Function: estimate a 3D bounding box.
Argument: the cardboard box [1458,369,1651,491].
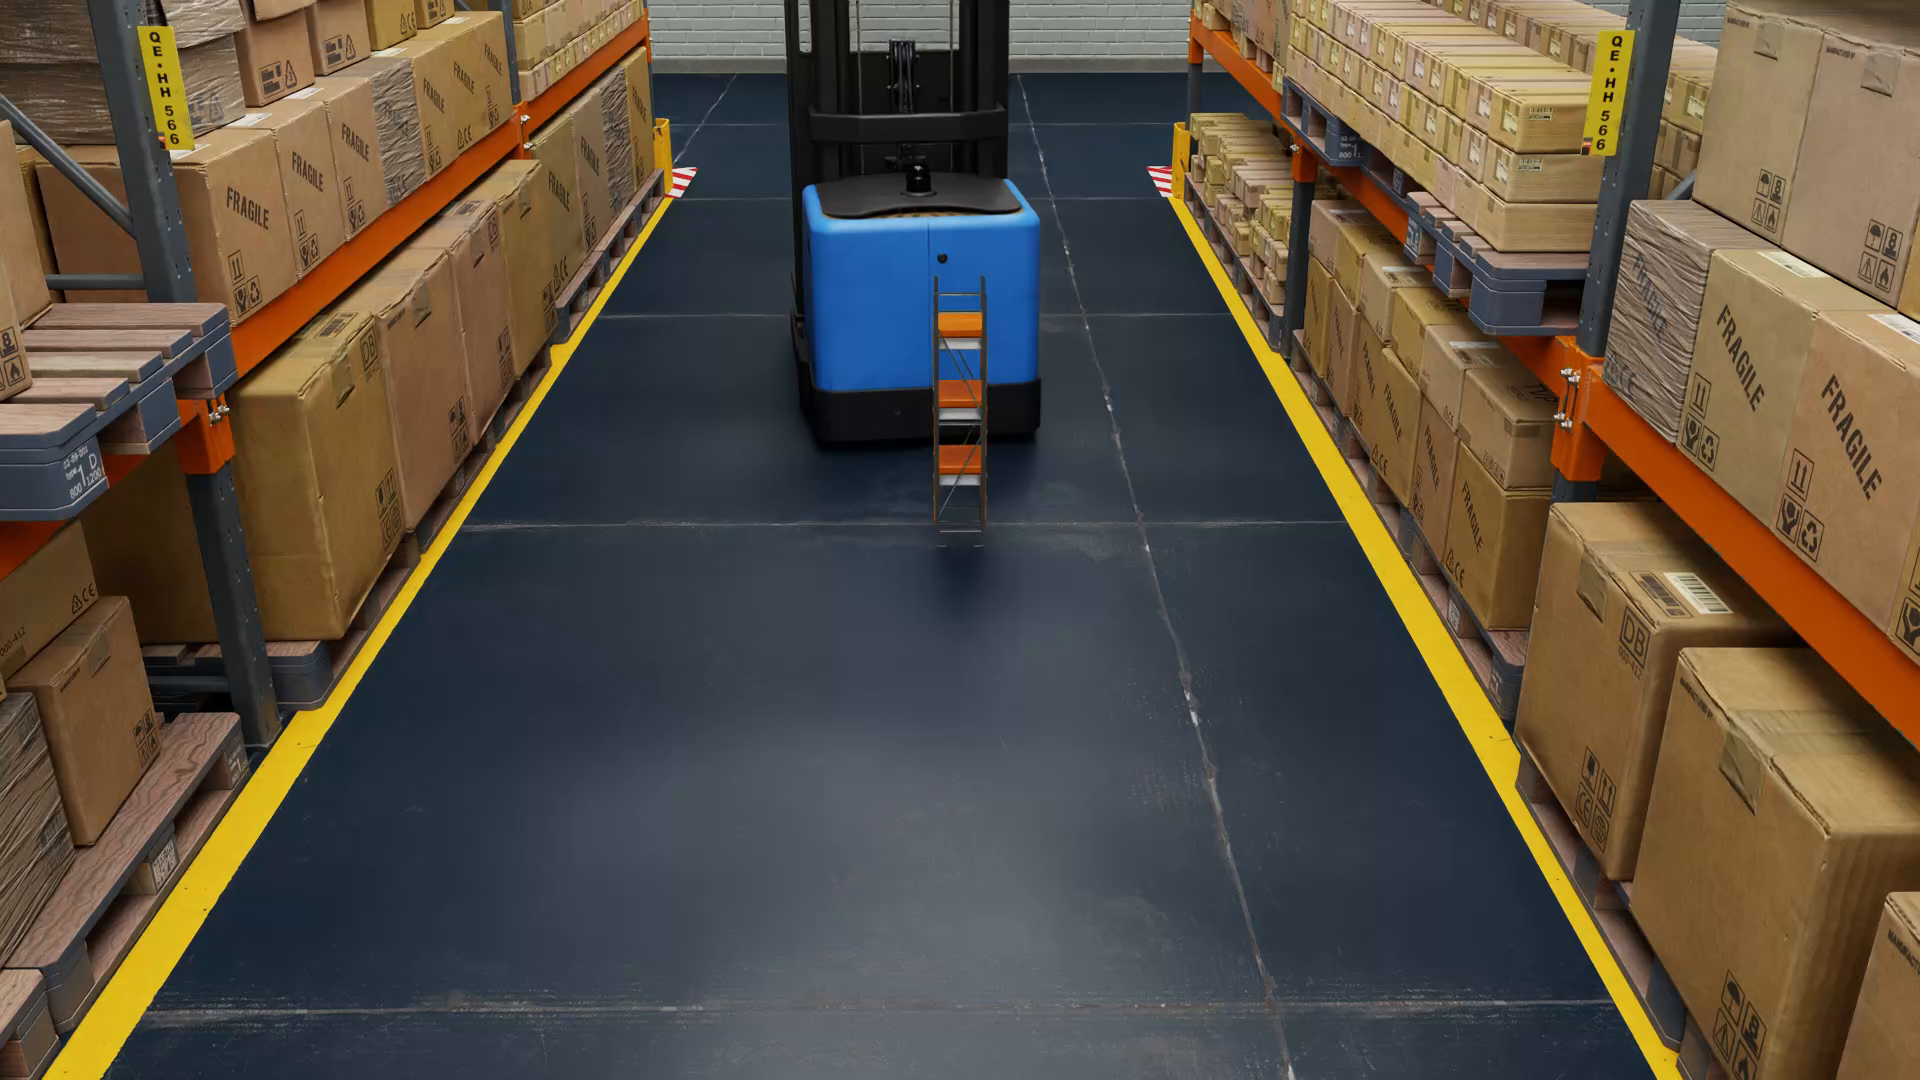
[{"bbox_3d":[2.000,-0.377,5.557,0.500,0.250,0.500,-1,24,-2],"label":"cardboard box"}]

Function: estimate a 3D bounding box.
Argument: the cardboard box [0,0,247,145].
[{"bbox_3d":[-2.683,-1.526,5.144,0.797,0.503,0.637,1,24,1],"label":"cardboard box"}]

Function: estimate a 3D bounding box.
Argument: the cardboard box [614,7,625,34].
[{"bbox_3d":[-2.438,-3.444,11.031,0.380,0.149,0.250,0,24,0],"label":"cardboard box"}]

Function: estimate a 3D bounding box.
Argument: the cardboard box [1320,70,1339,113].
[{"bbox_3d":[1.779,-1.942,7.200,0.380,0.149,0.250,0,24,0],"label":"cardboard box"}]

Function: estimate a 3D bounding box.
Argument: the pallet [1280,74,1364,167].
[{"bbox_3d":[2.089,-1.947,7.649,1.003,0.211,1.213,0,24,-1],"label":"pallet"}]

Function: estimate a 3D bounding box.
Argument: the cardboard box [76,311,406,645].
[{"bbox_3d":[-2.678,-0.229,5.686,1.225,0.875,0.875,-1,24,-3],"label":"cardboard box"}]

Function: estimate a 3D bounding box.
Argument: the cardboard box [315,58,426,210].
[{"bbox_3d":[-2.445,-1.598,6.522,0.500,0.500,0.500,0,24,0],"label":"cardboard box"}]

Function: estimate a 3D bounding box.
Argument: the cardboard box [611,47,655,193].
[{"bbox_3d":[-2.692,-2.978,11.763,0.875,0.875,0.875,0,24,-1],"label":"cardboard box"}]

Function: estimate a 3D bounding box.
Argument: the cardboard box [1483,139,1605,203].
[{"bbox_3d":[1.809,-1.116,5.012,0.380,0.149,0.250,0,24,1],"label":"cardboard box"}]

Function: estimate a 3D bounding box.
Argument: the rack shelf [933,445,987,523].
[{"bbox_3d":[-0.001,-0.238,6.701,0.215,0.259,0.240,0,24,-1],"label":"rack shelf"}]

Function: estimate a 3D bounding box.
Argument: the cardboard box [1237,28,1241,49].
[{"bbox_3d":[1.926,-3.107,10.284,0.380,0.149,0.250,1,24,1],"label":"cardboard box"}]

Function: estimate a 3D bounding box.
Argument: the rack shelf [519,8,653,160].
[{"bbox_3d":[-2.757,-2.866,10.320,1.077,0.370,4.000,0,24,-1],"label":"rack shelf"}]

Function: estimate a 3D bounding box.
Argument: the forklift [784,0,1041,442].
[{"bbox_3d":[-0.338,-2.358,8.407,1.130,2.935,3.031,-3,25,-7],"label":"forklift"}]

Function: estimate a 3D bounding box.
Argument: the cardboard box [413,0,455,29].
[{"bbox_3d":[-2.720,-2.609,7.541,0.797,0.503,0.637,-1,24,-2],"label":"cardboard box"}]

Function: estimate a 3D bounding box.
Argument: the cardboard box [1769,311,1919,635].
[{"bbox_3d":[2.018,-0.144,3.308,0.500,0.500,0.500,0,24,-1],"label":"cardboard box"}]

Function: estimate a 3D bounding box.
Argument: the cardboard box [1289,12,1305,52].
[{"bbox_3d":[1.770,-2.398,7.847,0.380,0.149,0.250,0,24,0],"label":"cardboard box"}]

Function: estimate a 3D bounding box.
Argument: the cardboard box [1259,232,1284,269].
[{"bbox_3d":[1.889,-1.618,9.277,0.380,0.149,0.250,-1,24,-3],"label":"cardboard box"}]

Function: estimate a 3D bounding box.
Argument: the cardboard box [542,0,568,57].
[{"bbox_3d":[-2.479,-2.837,9.203,0.500,0.250,0.500,0,24,-1],"label":"cardboard box"}]

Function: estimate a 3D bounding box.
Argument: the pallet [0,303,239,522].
[{"bbox_3d":[-2.577,-0.341,4.097,1.213,0.211,1.003,0,24,-1],"label":"pallet"}]

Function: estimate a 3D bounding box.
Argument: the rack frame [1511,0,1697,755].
[{"bbox_3d":[2.269,-0.702,4.663,1.000,3.000,0.127,0,24,-1],"label":"rack frame"}]

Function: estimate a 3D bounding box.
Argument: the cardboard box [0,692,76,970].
[{"bbox_3d":[-2.645,0.721,4.014,0.700,0.500,0.500,-2,24,-5],"label":"cardboard box"}]

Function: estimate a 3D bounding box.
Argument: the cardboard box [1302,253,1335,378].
[{"bbox_3d":[1.969,-1.097,8.060,0.500,0.500,0.500,1,24,1],"label":"cardboard box"}]

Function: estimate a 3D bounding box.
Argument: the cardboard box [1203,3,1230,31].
[{"bbox_3d":[1.851,-3.534,11.228,0.380,0.149,0.250,-1,24,-2],"label":"cardboard box"}]

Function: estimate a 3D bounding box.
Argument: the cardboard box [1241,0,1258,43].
[{"bbox_3d":[1.929,-3.149,9.589,0.500,0.500,0.500,0,24,-1],"label":"cardboard box"}]

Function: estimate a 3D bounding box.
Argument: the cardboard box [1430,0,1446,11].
[{"bbox_3d":[2.425,-2.534,7.786,0.380,0.149,0.250,1,24,2],"label":"cardboard box"}]

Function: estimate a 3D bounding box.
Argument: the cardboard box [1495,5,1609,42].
[{"bbox_3d":[2.432,-2.107,6.842,0.380,0.149,0.250,-1,24,-2],"label":"cardboard box"}]

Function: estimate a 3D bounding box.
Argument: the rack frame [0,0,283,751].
[{"bbox_3d":[-2.691,-0.722,4.705,1.000,3.000,0.127,0,24,-1],"label":"rack frame"}]

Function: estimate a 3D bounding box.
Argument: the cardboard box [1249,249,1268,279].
[{"bbox_3d":[1.894,-1.619,9.640,0.380,0.149,0.250,-1,24,-2],"label":"cardboard box"}]

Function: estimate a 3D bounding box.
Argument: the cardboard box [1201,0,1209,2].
[{"bbox_3d":[1.911,-3.994,11.458,0.500,0.500,0.500,1,24,2],"label":"cardboard box"}]

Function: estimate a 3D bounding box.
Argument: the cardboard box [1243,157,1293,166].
[{"bbox_3d":[1.981,-2.299,10.422,0.380,0.149,0.250,0,24,0],"label":"cardboard box"}]

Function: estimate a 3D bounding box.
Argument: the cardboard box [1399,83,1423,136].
[{"bbox_3d":[1.796,-1.540,5.950,0.380,0.149,0.250,0,24,-1],"label":"cardboard box"}]

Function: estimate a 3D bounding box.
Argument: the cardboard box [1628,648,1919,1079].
[{"bbox_3d":[2.199,0.743,3.687,1.050,0.750,0.750,0,24,0],"label":"cardboard box"}]

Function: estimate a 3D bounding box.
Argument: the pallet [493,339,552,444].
[{"bbox_3d":[-2.651,-0.782,8.222,1.003,0.211,1.213,0,24,-1],"label":"pallet"}]

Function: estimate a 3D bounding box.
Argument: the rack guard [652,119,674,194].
[{"bbox_3d":[-2.779,-2.889,12.531,1.175,0.500,0.348,0,24,-1],"label":"rack guard"}]

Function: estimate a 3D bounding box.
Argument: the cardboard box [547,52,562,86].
[{"bbox_3d":[-2.412,-2.596,9.154,0.380,0.149,0.250,1,24,1],"label":"cardboard box"}]

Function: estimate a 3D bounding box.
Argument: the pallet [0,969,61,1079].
[{"bbox_3d":[-2.674,1.372,3.459,1.003,0.211,1.213,0,24,-1],"label":"pallet"}]

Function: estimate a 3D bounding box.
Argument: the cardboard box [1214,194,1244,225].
[{"bbox_3d":[1.869,-2.150,10.815,0.380,0.149,0.250,-1,24,-3],"label":"cardboard box"}]

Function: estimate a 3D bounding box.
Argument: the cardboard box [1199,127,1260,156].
[{"bbox_3d":[1.846,-2.727,11.368,0.380,0.149,0.250,0,24,-1],"label":"cardboard box"}]

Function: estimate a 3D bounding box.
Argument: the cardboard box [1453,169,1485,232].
[{"bbox_3d":[1.803,-1.083,5.299,0.380,0.149,0.250,0,24,-1],"label":"cardboard box"}]

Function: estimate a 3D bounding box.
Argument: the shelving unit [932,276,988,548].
[{"bbox_3d":[-0.001,-0.500,6.582,0.215,1.050,0.252,0,24,-1],"label":"shelving unit"}]

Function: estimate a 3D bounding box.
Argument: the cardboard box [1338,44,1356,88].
[{"bbox_3d":[1.787,-1.967,6.894,0.380,0.149,0.250,1,24,2],"label":"cardboard box"}]

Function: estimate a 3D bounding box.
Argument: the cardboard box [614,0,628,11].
[{"bbox_3d":[-2.503,-3.678,11.063,0.500,0.250,0.500,-1,24,-1],"label":"cardboard box"}]

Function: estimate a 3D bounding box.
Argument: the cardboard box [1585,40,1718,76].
[{"bbox_3d":[2.447,-1.674,5.884,0.380,0.149,0.250,1,24,2],"label":"cardboard box"}]

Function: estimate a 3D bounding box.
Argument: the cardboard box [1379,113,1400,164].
[{"bbox_3d":[1.796,-1.509,6.241,0.380,0.149,0.250,0,24,1],"label":"cardboard box"}]

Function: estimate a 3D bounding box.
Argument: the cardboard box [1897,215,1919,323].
[{"bbox_3d":[2.279,-0.599,3.099,0.700,0.500,0.500,-1,24,-1],"label":"cardboard box"}]

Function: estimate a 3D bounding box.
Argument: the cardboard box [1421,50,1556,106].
[{"bbox_3d":[1.796,-1.571,5.658,0.380,0.149,0.250,0,24,1],"label":"cardboard box"}]

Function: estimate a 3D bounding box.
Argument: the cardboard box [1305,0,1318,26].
[{"bbox_3d":[1.779,-2.419,7.532,0.380,0.149,0.250,0,24,1],"label":"cardboard box"}]

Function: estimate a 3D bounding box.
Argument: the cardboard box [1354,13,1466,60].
[{"bbox_3d":[1.785,-2.001,6.608,0.380,0.149,0.250,1,24,1],"label":"cardboard box"}]

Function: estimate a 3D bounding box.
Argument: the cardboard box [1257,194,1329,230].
[{"bbox_3d":[1.909,-1.867,9.466,0.380,0.149,0.250,0,24,-1],"label":"cardboard box"}]

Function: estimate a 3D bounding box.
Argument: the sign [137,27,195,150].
[{"bbox_3d":[-2.149,-1.219,4.497,0.100,0.325,0.005,0,24,-1],"label":"sign"}]

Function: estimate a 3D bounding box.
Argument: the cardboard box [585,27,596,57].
[{"bbox_3d":[-2.424,-3.021,10.095,0.380,0.149,0.250,-1,24,-2],"label":"cardboard box"}]

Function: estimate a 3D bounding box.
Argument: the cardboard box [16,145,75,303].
[{"bbox_3d":[-2.945,-0.969,5.132,0.500,0.500,0.500,0,24,1],"label":"cardboard box"}]

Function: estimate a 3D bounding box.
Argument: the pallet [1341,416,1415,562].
[{"bbox_3d":[2.252,-0.255,7.058,1.003,0.211,1.213,0,24,-1],"label":"pallet"}]

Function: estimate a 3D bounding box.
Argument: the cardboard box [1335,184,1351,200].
[{"bbox_3d":[2.408,-1.982,9.720,0.380,0.149,0.250,-1,24,-2],"label":"cardboard box"}]

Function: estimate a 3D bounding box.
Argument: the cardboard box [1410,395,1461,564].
[{"bbox_3d":[1.999,-0.239,6.161,0.500,0.500,0.500,1,24,2],"label":"cardboard box"}]

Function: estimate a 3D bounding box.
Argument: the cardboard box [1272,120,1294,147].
[{"bbox_3d":[2.386,-2.841,11.620,0.380,0.149,0.250,0,24,0],"label":"cardboard box"}]

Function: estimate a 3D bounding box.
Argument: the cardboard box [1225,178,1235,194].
[{"bbox_3d":[1.961,-2.381,10.963,0.380,0.149,0.250,-1,24,-3],"label":"cardboard box"}]

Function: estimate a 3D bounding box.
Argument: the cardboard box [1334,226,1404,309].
[{"bbox_3d":[1.978,-1.219,7.420,0.500,0.250,0.500,0,24,1],"label":"cardboard box"}]
